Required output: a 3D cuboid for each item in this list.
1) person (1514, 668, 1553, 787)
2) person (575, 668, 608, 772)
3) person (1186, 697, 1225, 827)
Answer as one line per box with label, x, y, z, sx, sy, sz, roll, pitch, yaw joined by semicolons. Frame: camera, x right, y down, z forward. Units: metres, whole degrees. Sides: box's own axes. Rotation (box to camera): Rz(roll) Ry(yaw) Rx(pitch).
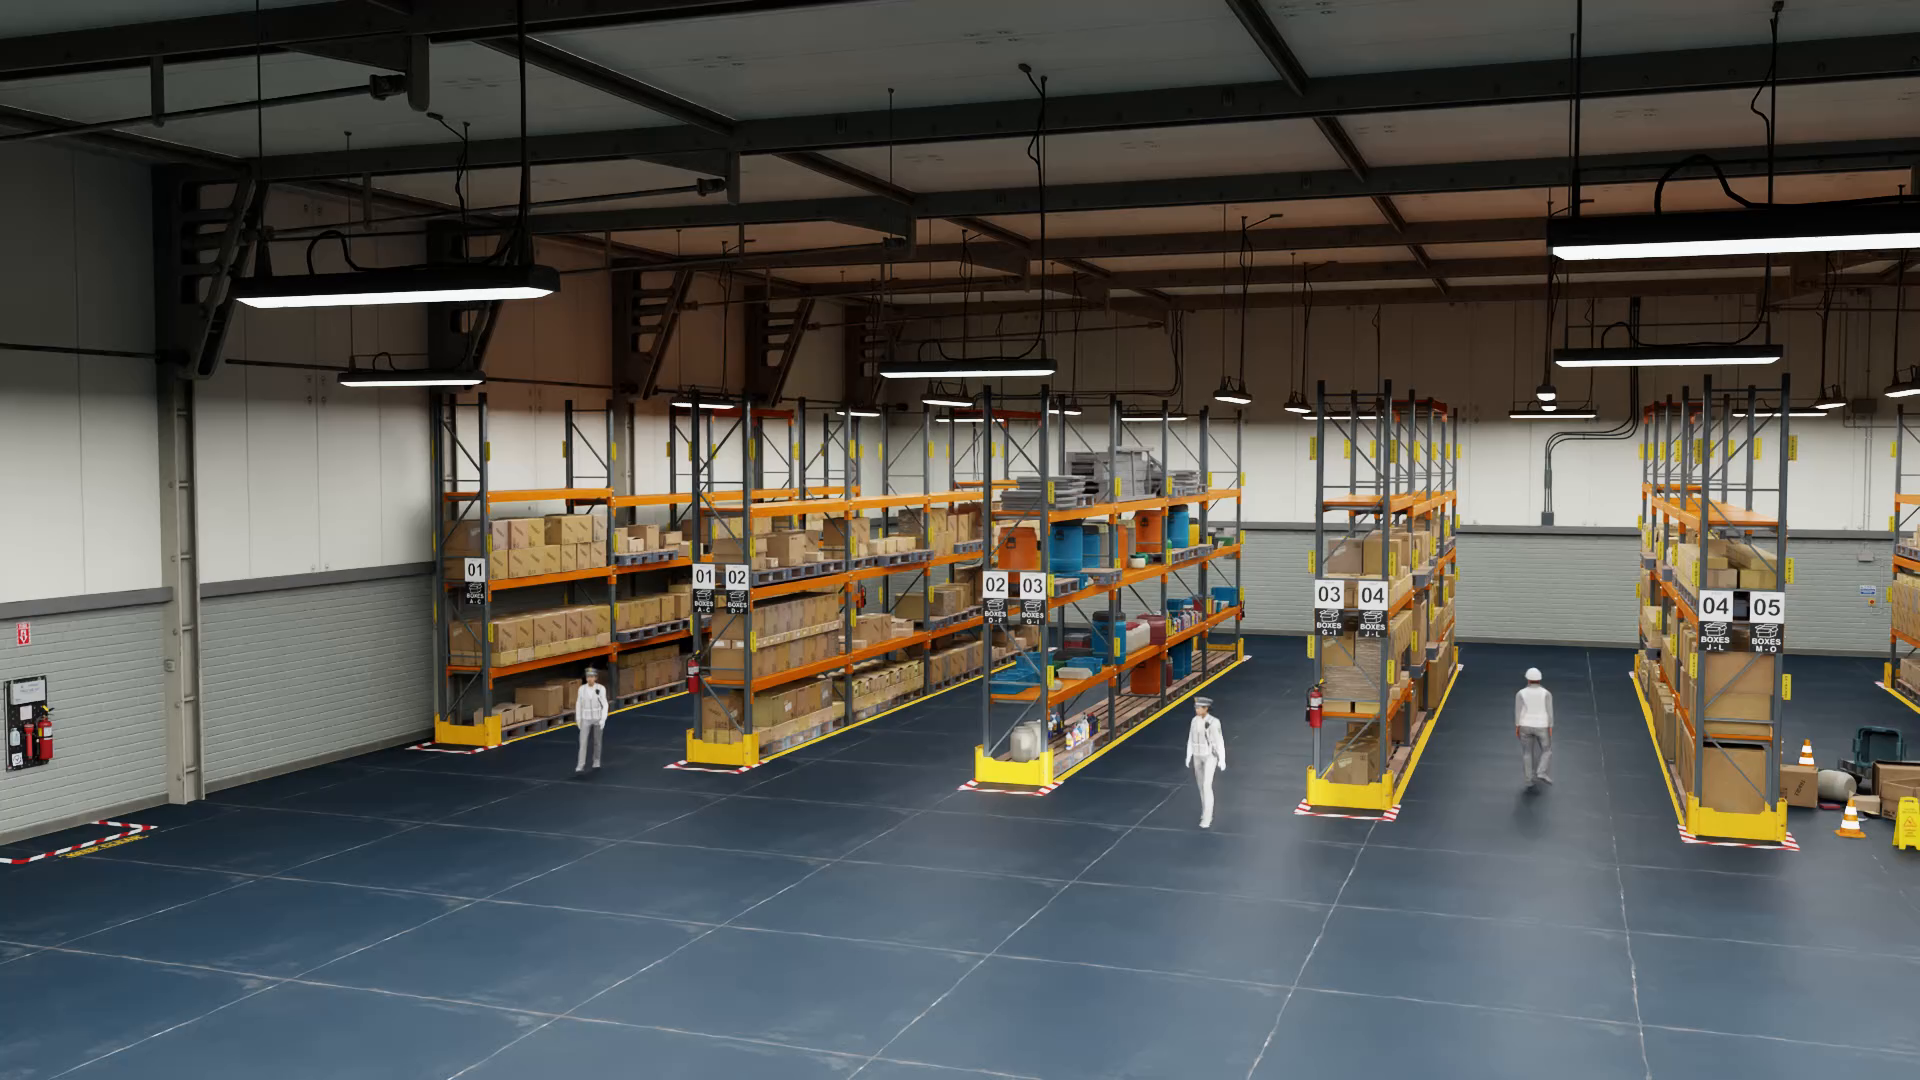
person;8.571;2.797;24.820;0.568;1.775;0.469;2;3;28
person;-5.725;2.787;25.825;0.522;1.624;1.025;-1;3;-13
person;3.267;2.972;22.486;0.622;1.671;0.590;-3;4;-43
